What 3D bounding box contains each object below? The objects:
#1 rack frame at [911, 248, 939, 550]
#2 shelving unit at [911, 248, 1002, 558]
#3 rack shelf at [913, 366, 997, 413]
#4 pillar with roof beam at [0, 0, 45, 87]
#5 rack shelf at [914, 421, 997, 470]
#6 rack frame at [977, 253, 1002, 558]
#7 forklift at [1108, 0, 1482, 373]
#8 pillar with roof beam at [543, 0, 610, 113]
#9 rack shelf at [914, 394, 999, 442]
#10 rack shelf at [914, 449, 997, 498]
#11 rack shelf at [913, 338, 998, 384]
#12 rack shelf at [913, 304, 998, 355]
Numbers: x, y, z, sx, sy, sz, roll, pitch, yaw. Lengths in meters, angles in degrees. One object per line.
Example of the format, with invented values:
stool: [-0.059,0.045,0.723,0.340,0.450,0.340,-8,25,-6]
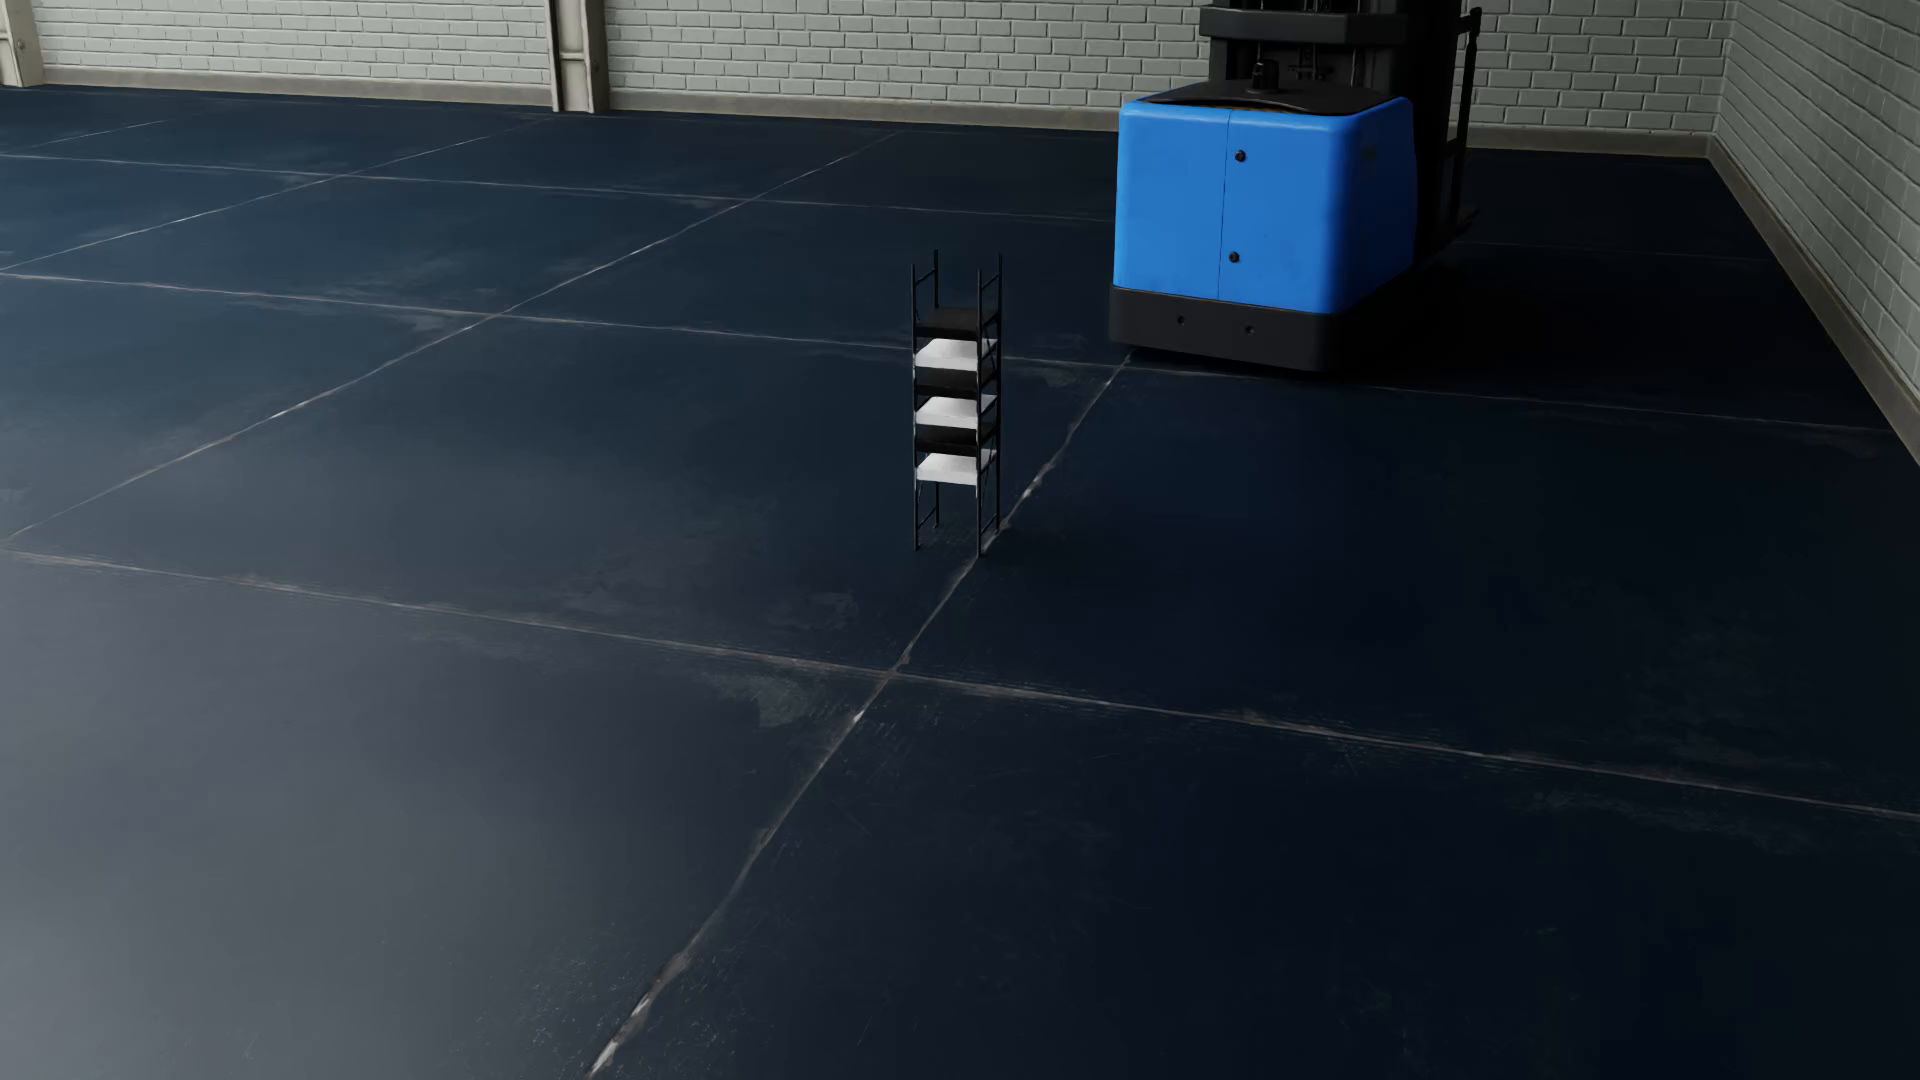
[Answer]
rack frame: [-0.105,-0.428,5.129,0.006,0.900,0.240,7,23,16]
shelving unit: [-0.008,-0.417,5.101,0.210,0.900,0.258,7,23,16]
rack shelf: [-0.008,-0.470,5.080,0.200,0.077,0.258,7,23,16]
pillar with roof beam: [-10.226,-6.946,10.346,0.400,9.000,9.100,7,23,16]
rack shelf: [-0.008,-0.303,5.148,0.200,0.077,0.258,7,23,16]
rack frame: [0.090,-0.406,5.074,0.006,0.900,0.240,7,23,16]
forklift: [1.815,-2.549,7.623,1.130,2.935,3.031,12,25,28]
pillar with roof beam: [-4.482,-6.288,8.743,0.400,9.000,9.100,7,23,16]
rack shelf: [-0.008,-0.386,5.114,0.200,0.077,0.258,7,23,16]
rack shelf: [-0.008,-0.220,5.182,0.200,0.077,0.258,7,23,16]
rack shelf: [-0.008,-0.553,5.046,0.200,0.077,0.258,7,23,16]
rack shelf: [-0.008,-0.636,5.012,0.200,0.077,0.258,7,23,16]
